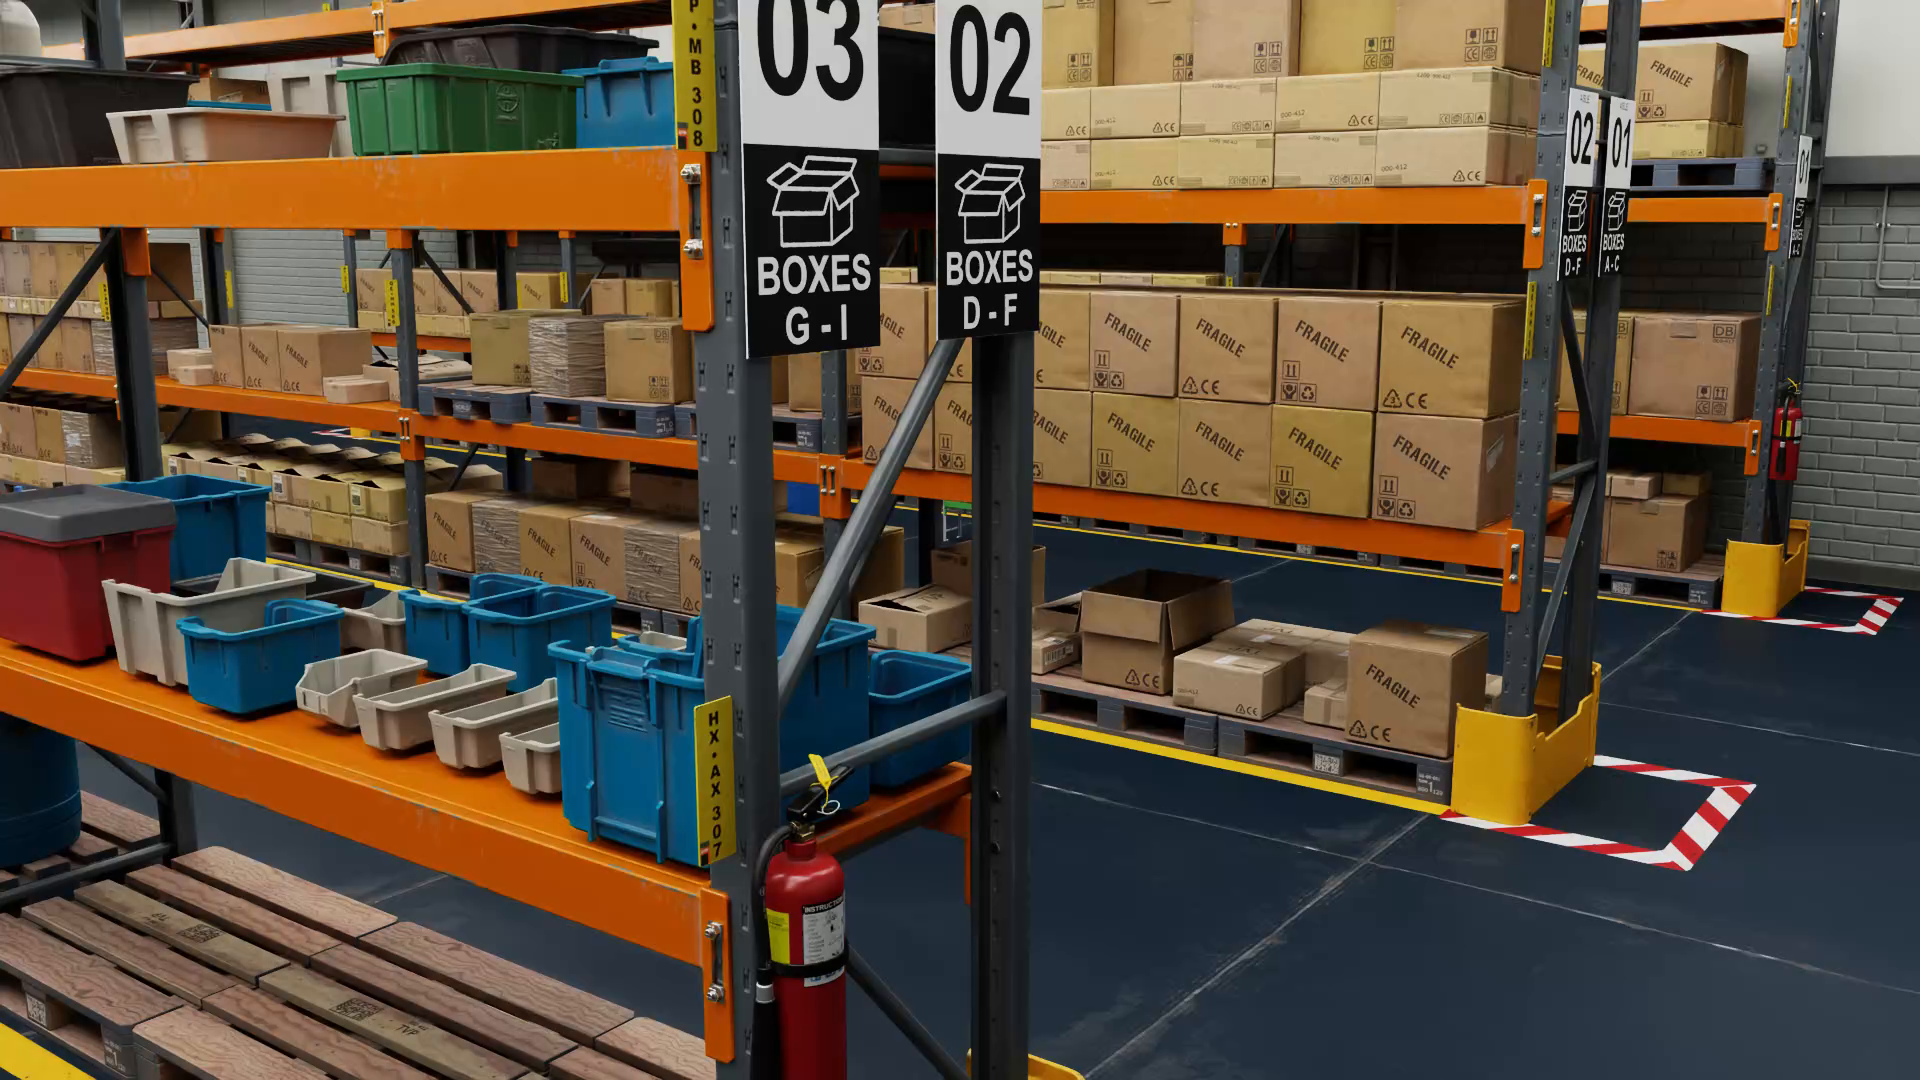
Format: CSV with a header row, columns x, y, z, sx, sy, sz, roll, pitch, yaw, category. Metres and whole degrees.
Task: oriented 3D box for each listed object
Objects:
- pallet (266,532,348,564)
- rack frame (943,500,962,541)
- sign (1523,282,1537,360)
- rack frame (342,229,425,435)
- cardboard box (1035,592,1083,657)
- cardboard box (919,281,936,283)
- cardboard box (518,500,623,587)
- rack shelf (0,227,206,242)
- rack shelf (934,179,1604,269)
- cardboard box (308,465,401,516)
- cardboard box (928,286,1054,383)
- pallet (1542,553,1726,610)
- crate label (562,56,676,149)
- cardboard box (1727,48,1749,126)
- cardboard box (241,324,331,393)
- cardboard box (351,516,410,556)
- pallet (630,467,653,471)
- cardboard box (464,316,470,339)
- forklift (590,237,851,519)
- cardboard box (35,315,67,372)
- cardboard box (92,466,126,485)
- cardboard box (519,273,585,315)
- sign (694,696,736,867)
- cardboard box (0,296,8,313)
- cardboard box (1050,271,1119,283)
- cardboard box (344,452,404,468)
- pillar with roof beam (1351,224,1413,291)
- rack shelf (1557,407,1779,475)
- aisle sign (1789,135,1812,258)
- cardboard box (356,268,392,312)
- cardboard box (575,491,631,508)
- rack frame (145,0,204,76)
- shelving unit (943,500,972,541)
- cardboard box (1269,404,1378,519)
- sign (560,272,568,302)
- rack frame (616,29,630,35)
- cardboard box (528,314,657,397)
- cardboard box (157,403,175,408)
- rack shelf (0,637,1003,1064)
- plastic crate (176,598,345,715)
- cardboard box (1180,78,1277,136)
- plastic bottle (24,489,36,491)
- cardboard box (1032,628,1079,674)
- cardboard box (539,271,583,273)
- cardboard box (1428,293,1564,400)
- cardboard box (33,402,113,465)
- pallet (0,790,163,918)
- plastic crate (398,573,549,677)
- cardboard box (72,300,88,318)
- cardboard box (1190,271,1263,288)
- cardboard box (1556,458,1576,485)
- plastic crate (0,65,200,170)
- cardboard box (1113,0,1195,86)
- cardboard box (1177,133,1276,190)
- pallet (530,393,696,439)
x,y,z,sx,sy,sz,roll,pitch,yaw,category
-5.299,-0.057,13.768,1.213,0.211,1.003,8,13,36,pallet
-0.063,-0.598,13.961,0.015,1.200,0.240,8,13,36,rack frame
2.424,-0.932,7.068,0.005,0.325,0.100,8,13,36,sign
-7.199,-2.848,20.856,0.127,3.000,1.000,8,13,36,rack frame
0.776,0.469,9.631,0.500,0.311,0.500,8,13,36,cardboard box
0.105,-1.263,9.766,0.500,0.500,0.500,8,14,36,cardboard box
-2.655,0.031,11.394,0.500,0.500,0.500,8,13,35,cardboard box
-8.516,-2.984,15.555,4.000,0.370,1.077,8,13,36,rack shelf
1.156,-1.635,8.581,4.000,0.370,1.077,8,13,36,rack shelf
-4.670,-0.400,12.859,0.500,0.311,0.500,8,13,35,cardboard box
0.174,-1.126,9.059,0.500,0.500,0.500,7,13,34,cardboard box
5.007,0.242,12.225,1.213,0.211,1.003,8,13,36,pallet
-0.719,-1.086,4.239,0.502,0.251,0.408,8,13,36,crate label
5.252,-3.191,11.782,0.500,0.500,0.500,7,13,33,cardboard box
-5.466,-1.485,13.543,0.500,0.500,0.500,8,14,36,cardboard box
-4.248,-0.068,12.618,0.500,0.250,0.500,8,14,37,cardboard box
-3.346,-0.942,18.345,1.213,0.211,1.003,8,13,36,pallet
-5.347,-2.453,19.155,0.500,0.250,0.500,8,13,35,cardboard box
-2.433,-1.410,13.599,3.031,2.935,1.130,-1,11,-4,forklift
-8.096,-1.853,15.448,0.500,0.500,0.700,8,14,36,cardboard box
-7.407,-0.515,14.927,0.500,0.250,0.500,8,13,36,cardboard box
-4.539,-2.709,18.502,0.500,0.500,0.500,8,13,35,cardboard box
-0.479,0.473,3.258,0.005,0.325,0.100,8,13,36,sign
-8.900,-2.236,15.717,0.250,0.149,0.380,8,13,35,cardboard box
1.128,-2.202,14.441,0.500,0.250,0.500,8,14,37,cardboard box
-4.766,-0.541,13.586,0.500,0.311,0.500,7,13,34,cardboard box
1.002,-3.839,10.183,0.400,9.000,9.100,8,13,36,pillar with roof beam
4.086,-0.921,12.788,4.000,0.370,1.077,8,13,36,rack shelf
5.578,-2.272,11.031,0.004,0.787,0.394,8,13,36,aisle sign
-6.992,-3.053,20.282,0.500,0.500,0.500,8,14,36,cardboard box
-2.370,-0.051,11.821,0.500,0.500,0.500,7,13,34,cardboard box
-6.904,-4.585,14.039,0.127,3.000,1.000,8,13,36,rack frame
0.133,-0.570,13.820,0.503,1.200,0.258,8,13,36,shelving unit
1.826,-0.406,7.969,0.500,0.500,0.500,8,14,36,cardboard box
-4.289,-2.740,18.015,0.005,0.325,0.100,8,13,36,sign
-3.974,-5.344,17.961,0.127,3.000,1.000,8,13,36,rack frame
-2.481,-1.260,11.276,0.700,0.500,0.500,-10,15,-42,cardboard box
-7.500,-1.019,15.561,0.500,0.500,0.500,8,13,36,cardboard box
-1.779,0.595,4.948,4.000,0.370,1.077,8,13,36,rack shelf
-1.974,0.328,4.719,0.300,0.233,0.416,8,13,36,plastic crate
1.399,-2.067,7.998,0.500,0.250,0.500,8,13,36,cardboard box
-3.833,-0.073,6.837,0.135,0.276,0.152,8,13,36,plastic bottle
0.458,0.611,9.277,0.250,0.166,0.380,8,13,36,cardboard box
-4.644,-2.847,19.214,0.500,0.500,0.500,8,13,35,cardboard box
2.567,-0.921,7.997,0.500,0.500,0.500,8,14,37,cardboard box
-8.208,-0.997,15.443,0.500,0.500,0.500,8,13,36,cardboard box
-3.988,1.293,6.789,1.213,0.211,1.003,8,13,36,pallet
-1.474,0.260,5.072,0.300,0.233,0.416,8,13,36,plastic crate
-7.660,-2.062,14.822,0.250,0.149,0.380,7,13,34,cardboard box
2.257,-2.164,14.245,0.500,0.250,0.500,8,14,37,cardboard box
4.683,-0.512,12.546,0.250,0.149,0.380,8,14,36,cardboard box
-2.552,-1.209,4.831,0.590,0.269,0.497,8,13,36,plastic crate
1.178,-2.538,8.459,0.500,0.500,0.700,8,13,36,cardboard box
1.391,-1.819,8.034,0.500,0.250,0.500,8,13,36,cardboard box
-2.109,-0.878,11.176,1.213,0.211,1.003,8,13,36,pallet
